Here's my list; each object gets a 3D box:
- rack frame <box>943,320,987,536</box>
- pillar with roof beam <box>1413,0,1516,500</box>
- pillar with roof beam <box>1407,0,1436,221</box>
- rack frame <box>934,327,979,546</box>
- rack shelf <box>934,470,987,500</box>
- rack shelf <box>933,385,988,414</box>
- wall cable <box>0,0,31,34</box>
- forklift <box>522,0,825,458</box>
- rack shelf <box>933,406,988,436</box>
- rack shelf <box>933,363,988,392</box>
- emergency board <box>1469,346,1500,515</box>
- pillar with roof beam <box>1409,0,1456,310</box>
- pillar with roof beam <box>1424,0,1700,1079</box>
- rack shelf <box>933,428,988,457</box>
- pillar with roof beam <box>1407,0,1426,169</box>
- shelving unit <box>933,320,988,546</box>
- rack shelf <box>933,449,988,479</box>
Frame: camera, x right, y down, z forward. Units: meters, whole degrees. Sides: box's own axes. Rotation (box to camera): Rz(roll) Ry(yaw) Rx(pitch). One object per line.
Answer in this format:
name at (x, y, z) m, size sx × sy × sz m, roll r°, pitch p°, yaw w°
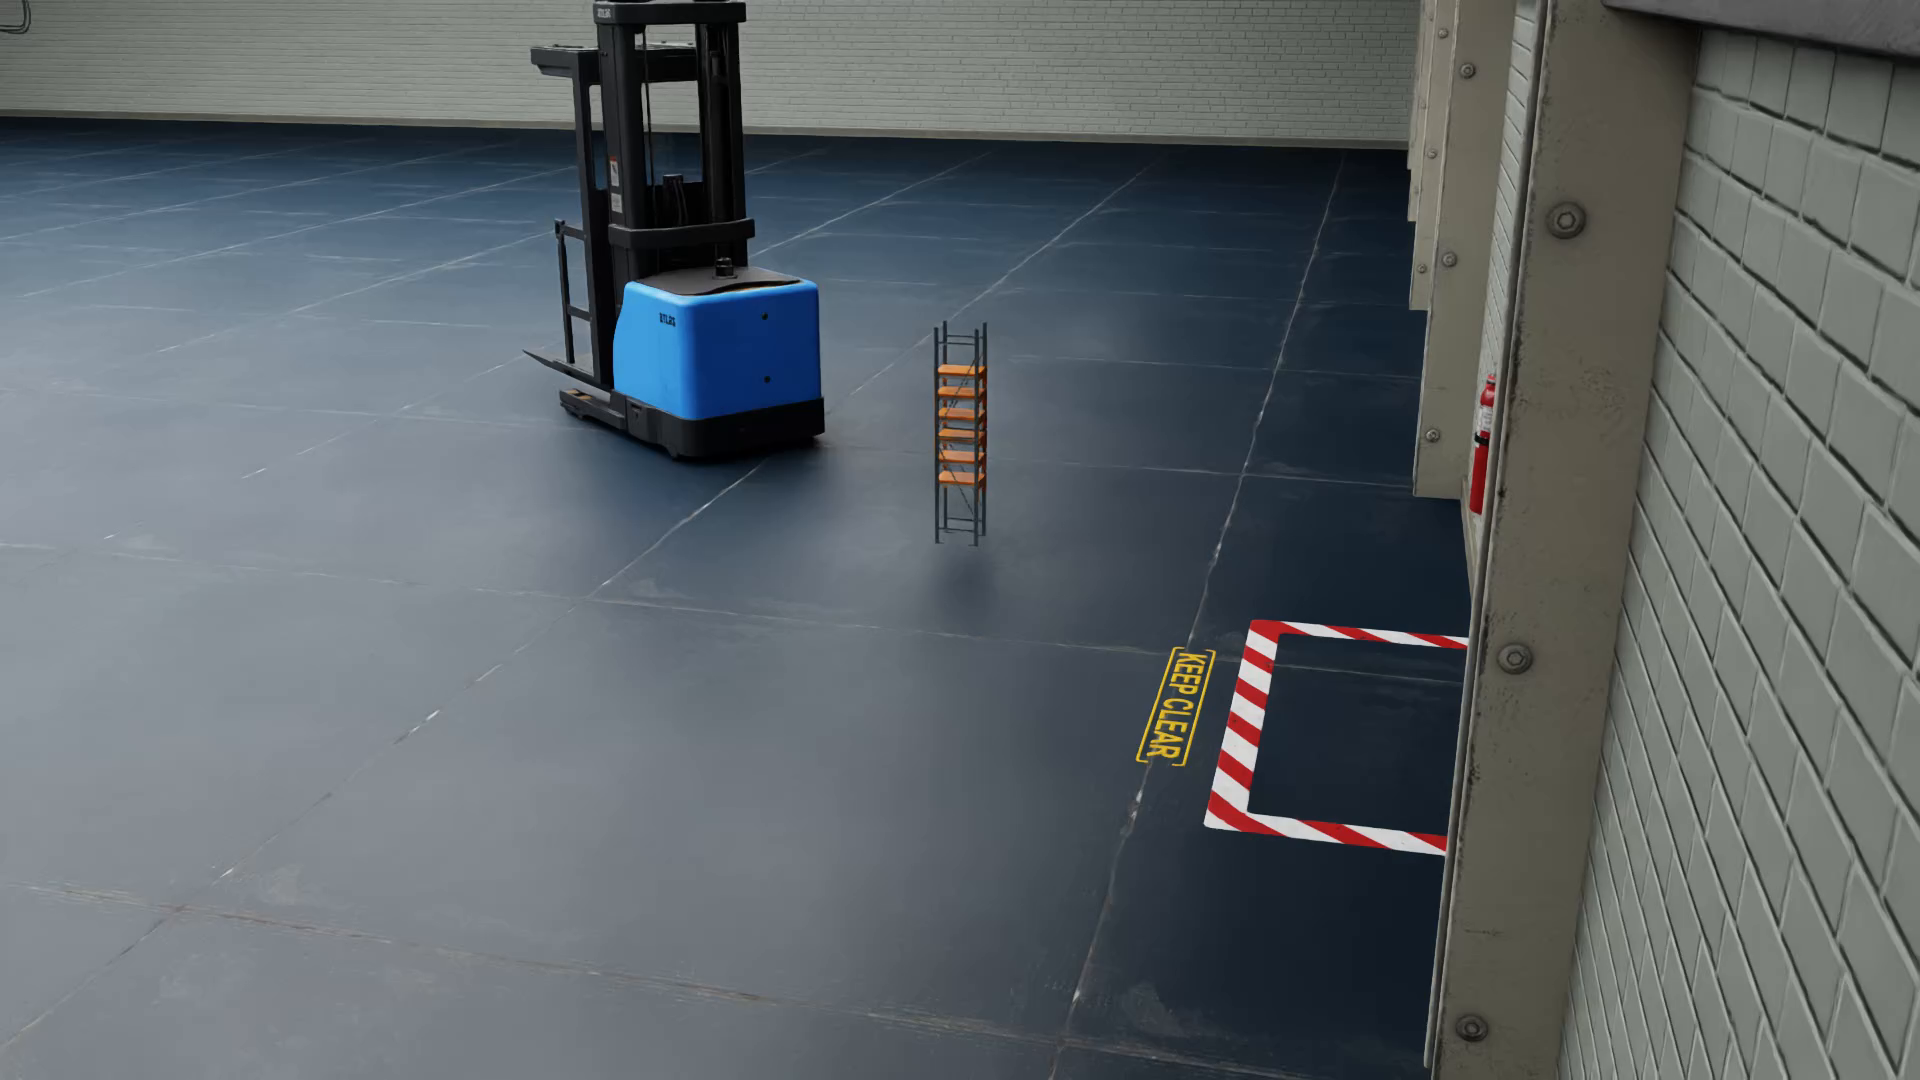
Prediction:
rack frame at (0.026, -0.601, 9.091) m, size 0.240 × 1.200 × 0.006 m, roll 5°, pitch 19°, yaw 13°
pillar with roof beam at (-1.264, -4.911, 9.643) m, size 9.100 × 9.000 × 0.400 m, roll 5°, pitch 19°, yaw 13°
pillar with roof beam at (1.668, -8.672, 20.655) m, size 9.100 × 9.000 × 0.400 m, roll 5°, pitch 19°, yaw 13°
rack frame at (-0.019, -0.544, 8.923) m, size 0.240 × 1.200 × 0.006 m, roll 5°, pitch 19°, yaw 13°
rack shelf at (0.004, -0.303, 9.099) m, size 0.258 × 0.103 × 0.180 m, roll 5°, pitch 19°, yaw 13°
rack shelf at (0.004, -0.757, 8.944) m, size 0.258 × 0.103 × 0.180 m, roll 5°, pitch 19°, yaw 13°
wall cable at (-21.235, -12.050, 35.348) m, size 3.097 × 2.526 × 0.112 m, roll 5°, pitch 19°, yaw 13°
forklift at (-2.191, -2.323, 11.453) m, size 1.130 × 2.935 × 3.031 m, roll -14°, pitch 23°, yaw -35°
rack shelf at (0.004, -0.644, 8.982) m, size 0.258 × 0.103 × 0.180 m, roll 5°, pitch 19°, yaw 13°
rack shelf at (0.004, -0.871, 8.905) m, size 0.258 × 0.103 × 0.180 m, roll 5°, pitch 19°, yaw 13°
emergency board at (2.085, -0.623, 6.370) m, size 0.194 × 1.169 × 0.643 m, roll 5°, pitch 19°, yaw 13°
pillar with roof beam at (0.202, -6.791, 15.149) m, size 9.100 × 9.000 × 0.400 m, roll 5°, pitch 19°, yaw 13°
pillar with roof beam at (-2.730, -3.030, 4.137) m, size 9.100 × 9.000 × 0.400 m, roll 5°, pitch 19°, yaw 13°
rack shelf at (0.004, -0.530, 9.021) m, size 0.258 × 0.103 × 0.180 m, roll 5°, pitch 19°, yaw 13°
pillar with roof beam at (3.134, -10.553, 26.161) m, size 9.100 × 9.000 × 0.400 m, roll 5°, pitch 19°, yaw 13°
shelving unit at (0.004, -0.572, 9.007) m, size 0.258 × 1.200 × 0.189 m, roll 5°, pitch 19°, yaw 13°
rack shelf at (0.004, -0.417, 9.060) m, size 0.258 × 0.103 × 0.180 m, roll 5°, pitch 19°, yaw 13°
